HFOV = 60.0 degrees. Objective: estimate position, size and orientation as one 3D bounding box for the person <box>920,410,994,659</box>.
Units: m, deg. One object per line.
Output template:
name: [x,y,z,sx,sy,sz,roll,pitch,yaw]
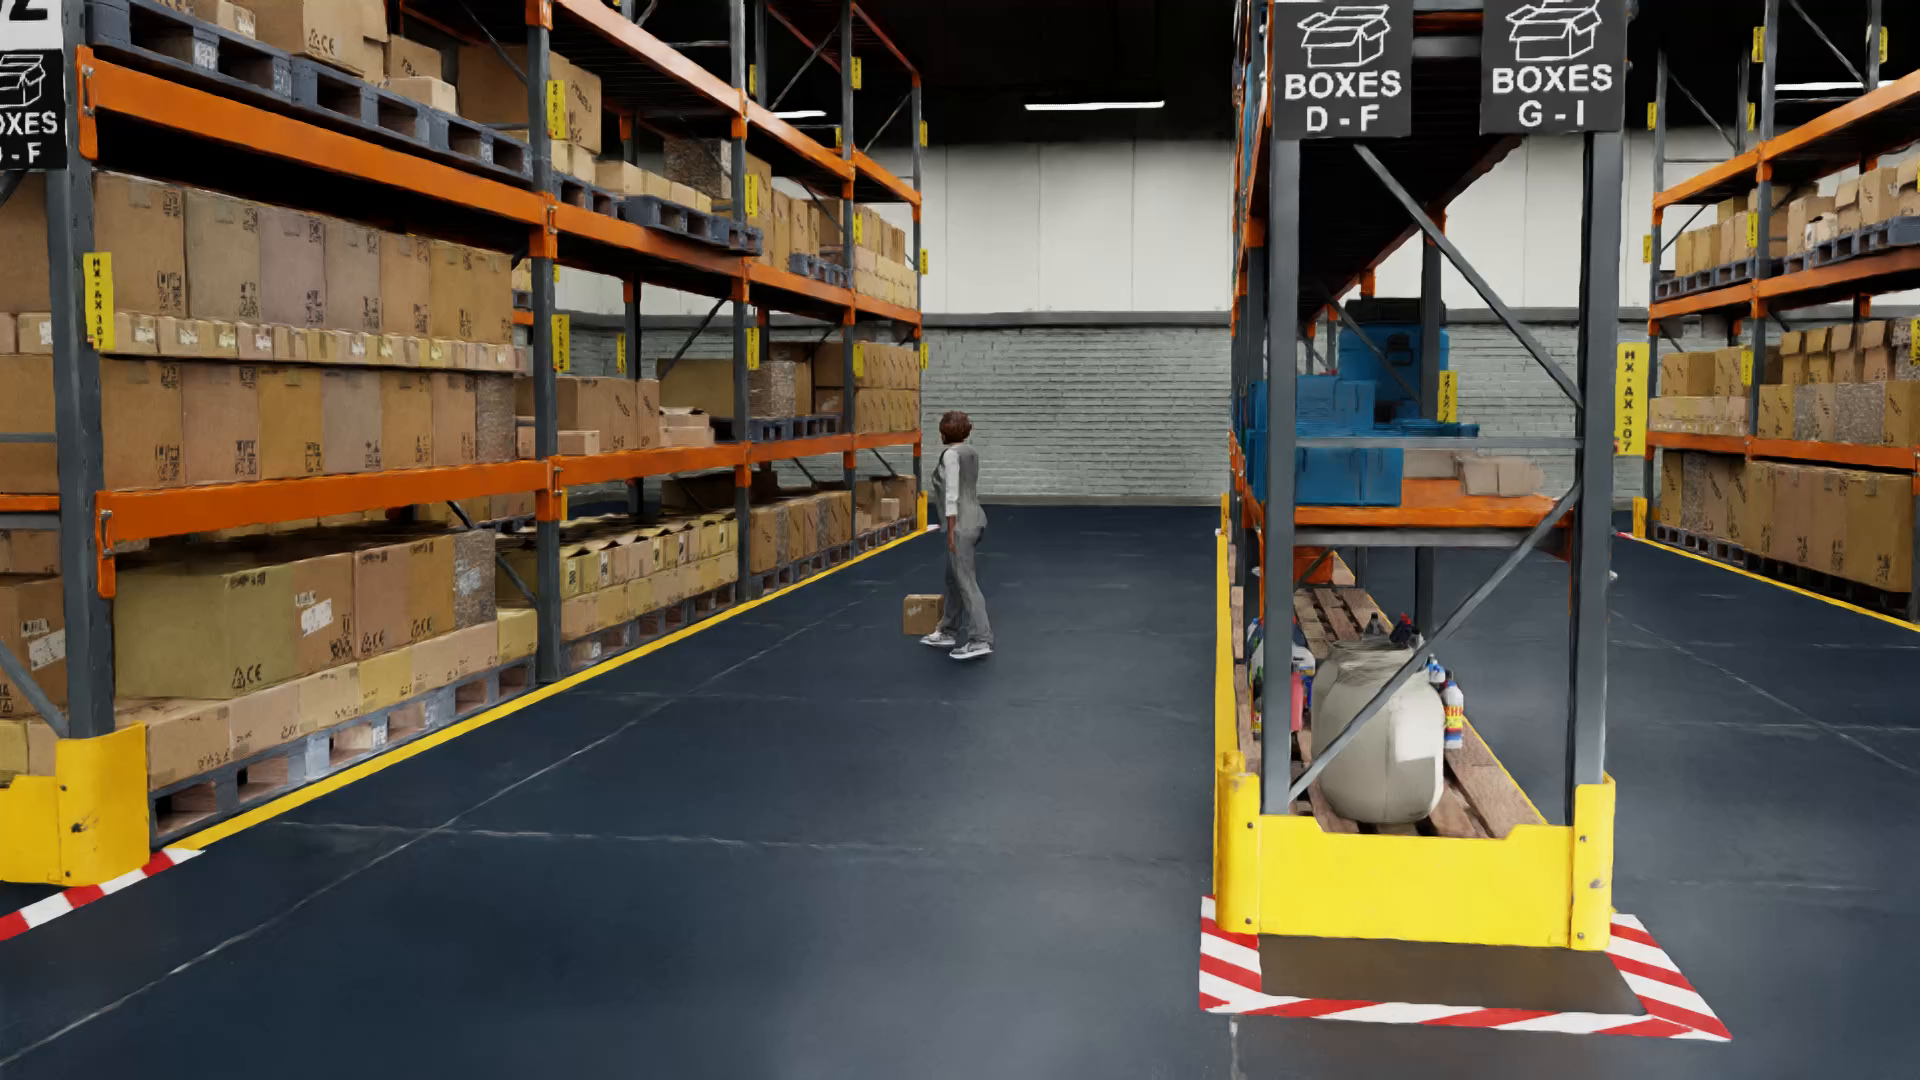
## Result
person: [-0.007,-0.044,10.785,0.568,1.576,0.511,1,5,17]
